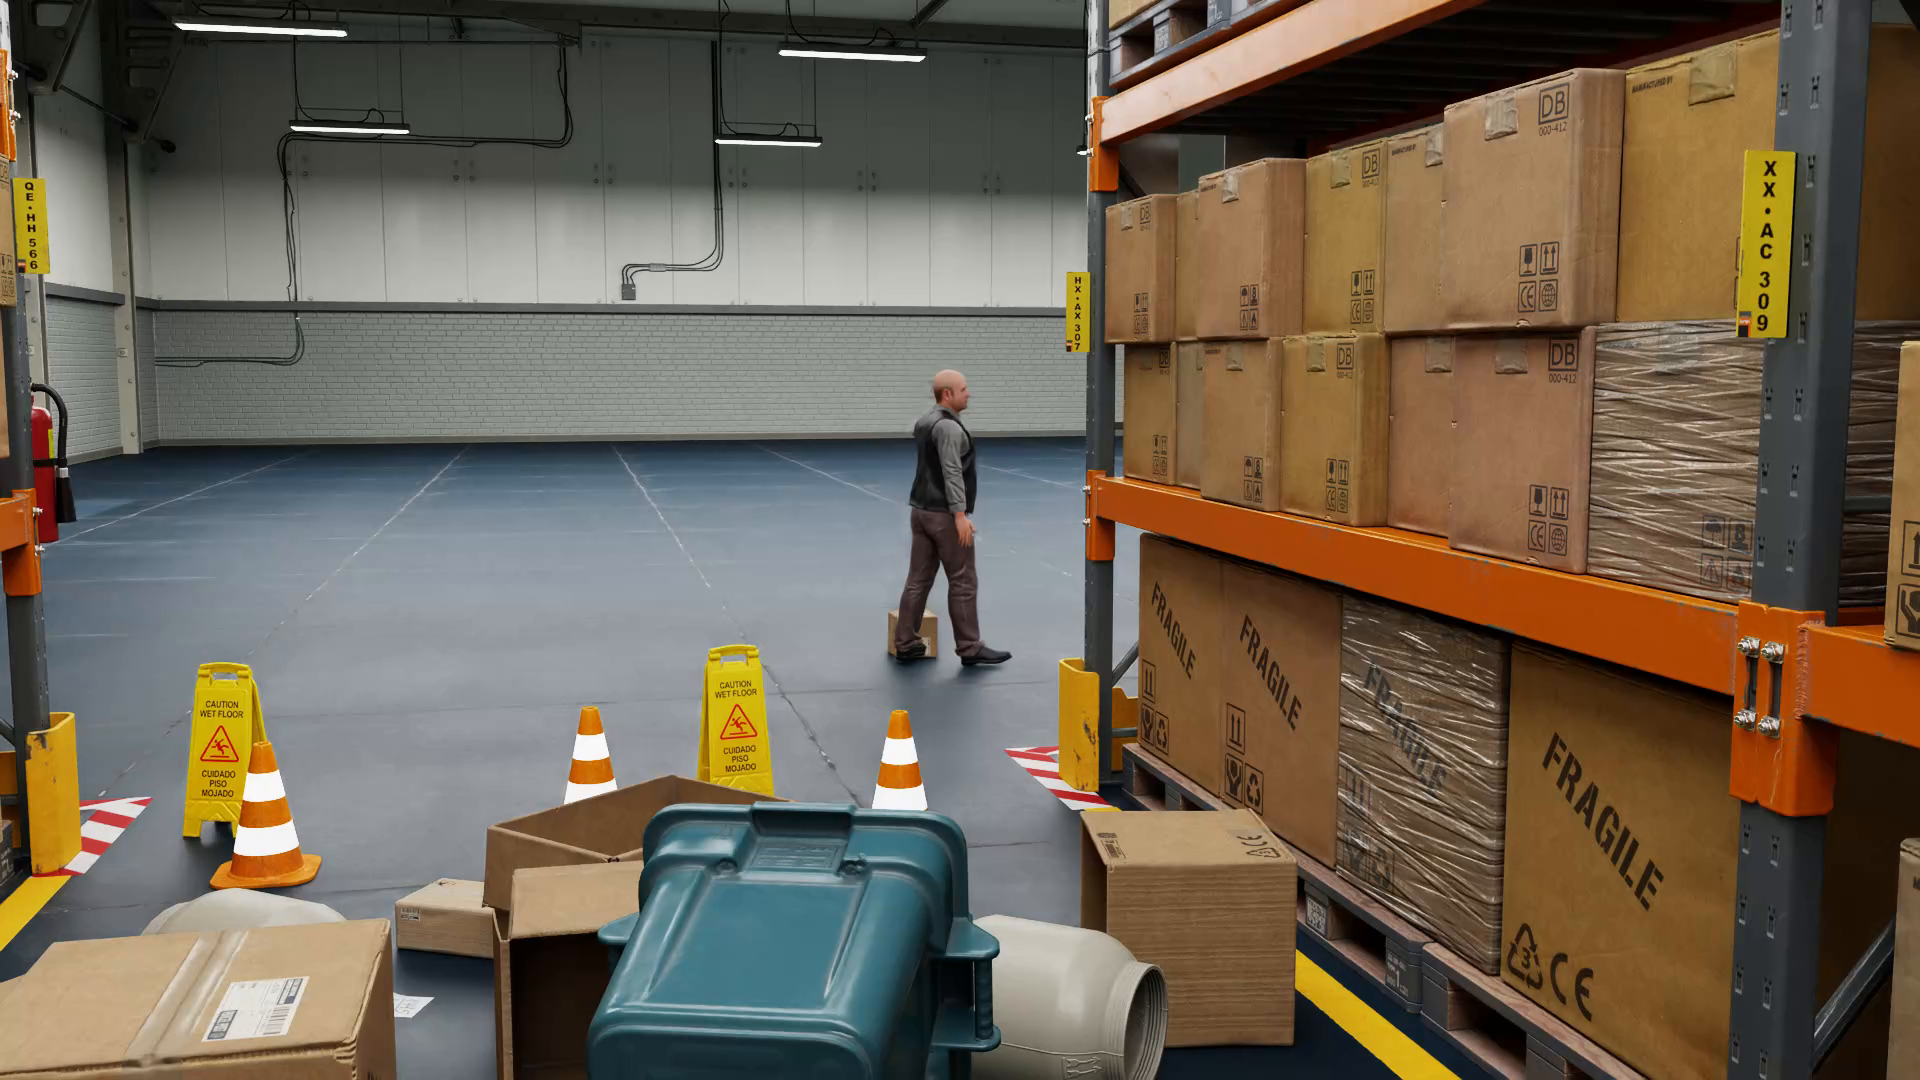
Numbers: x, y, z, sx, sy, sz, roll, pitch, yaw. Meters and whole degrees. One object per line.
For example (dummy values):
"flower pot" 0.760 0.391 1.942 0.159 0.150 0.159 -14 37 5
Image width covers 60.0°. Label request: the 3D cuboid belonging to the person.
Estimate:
"person" -0.054 -0.129 9.731 0.629 1.723 0.613 -3 7 -23
